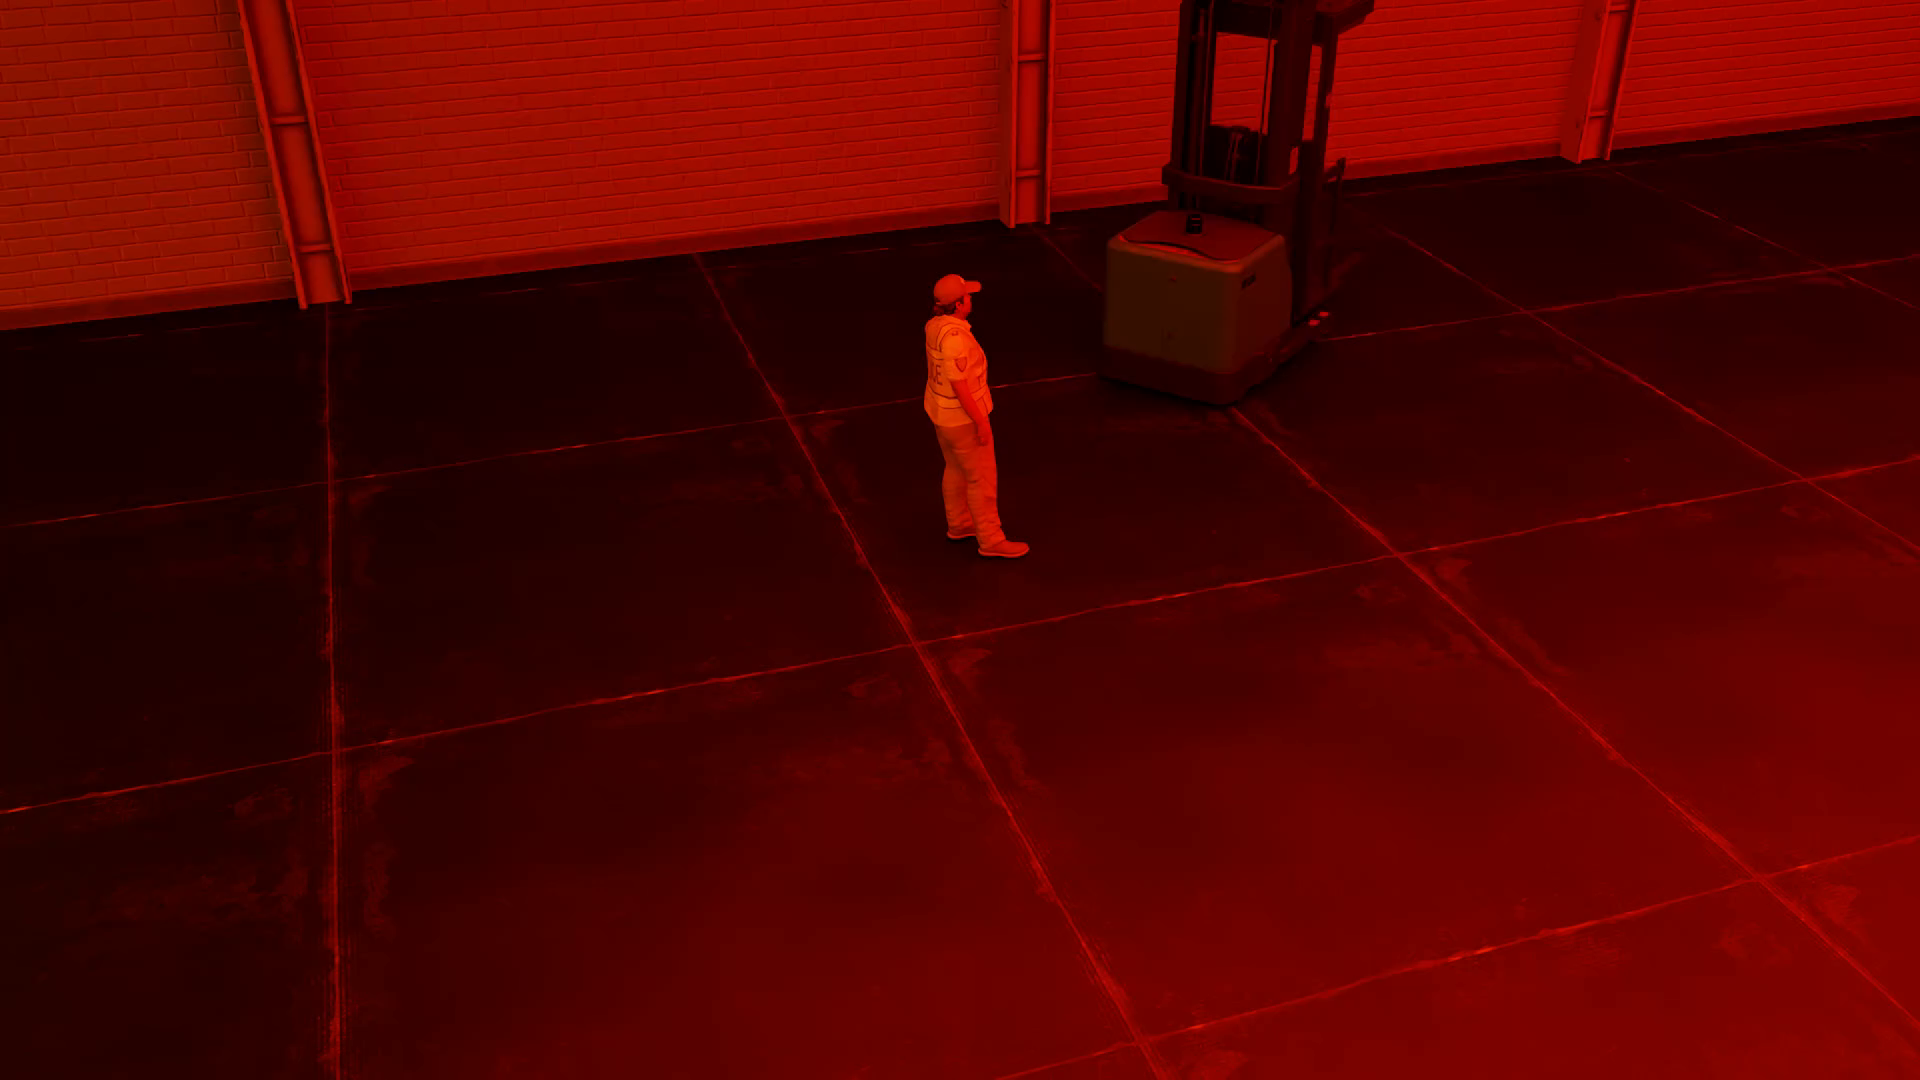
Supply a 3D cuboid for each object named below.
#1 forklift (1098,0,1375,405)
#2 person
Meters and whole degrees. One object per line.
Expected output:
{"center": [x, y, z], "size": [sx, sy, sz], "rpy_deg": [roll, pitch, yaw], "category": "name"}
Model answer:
{"center": [2.225, -2.896, 12.120], "size": [1.130, 2.935, 3.031], "rpy_deg": [18, 35, 28], "category": "forklift"}
{"center": [0.081, -0.730, 9.609], "size": [0.527, 1.670, 0.598], "rpy_deg": [-10, 31, -16], "category": "person"}
